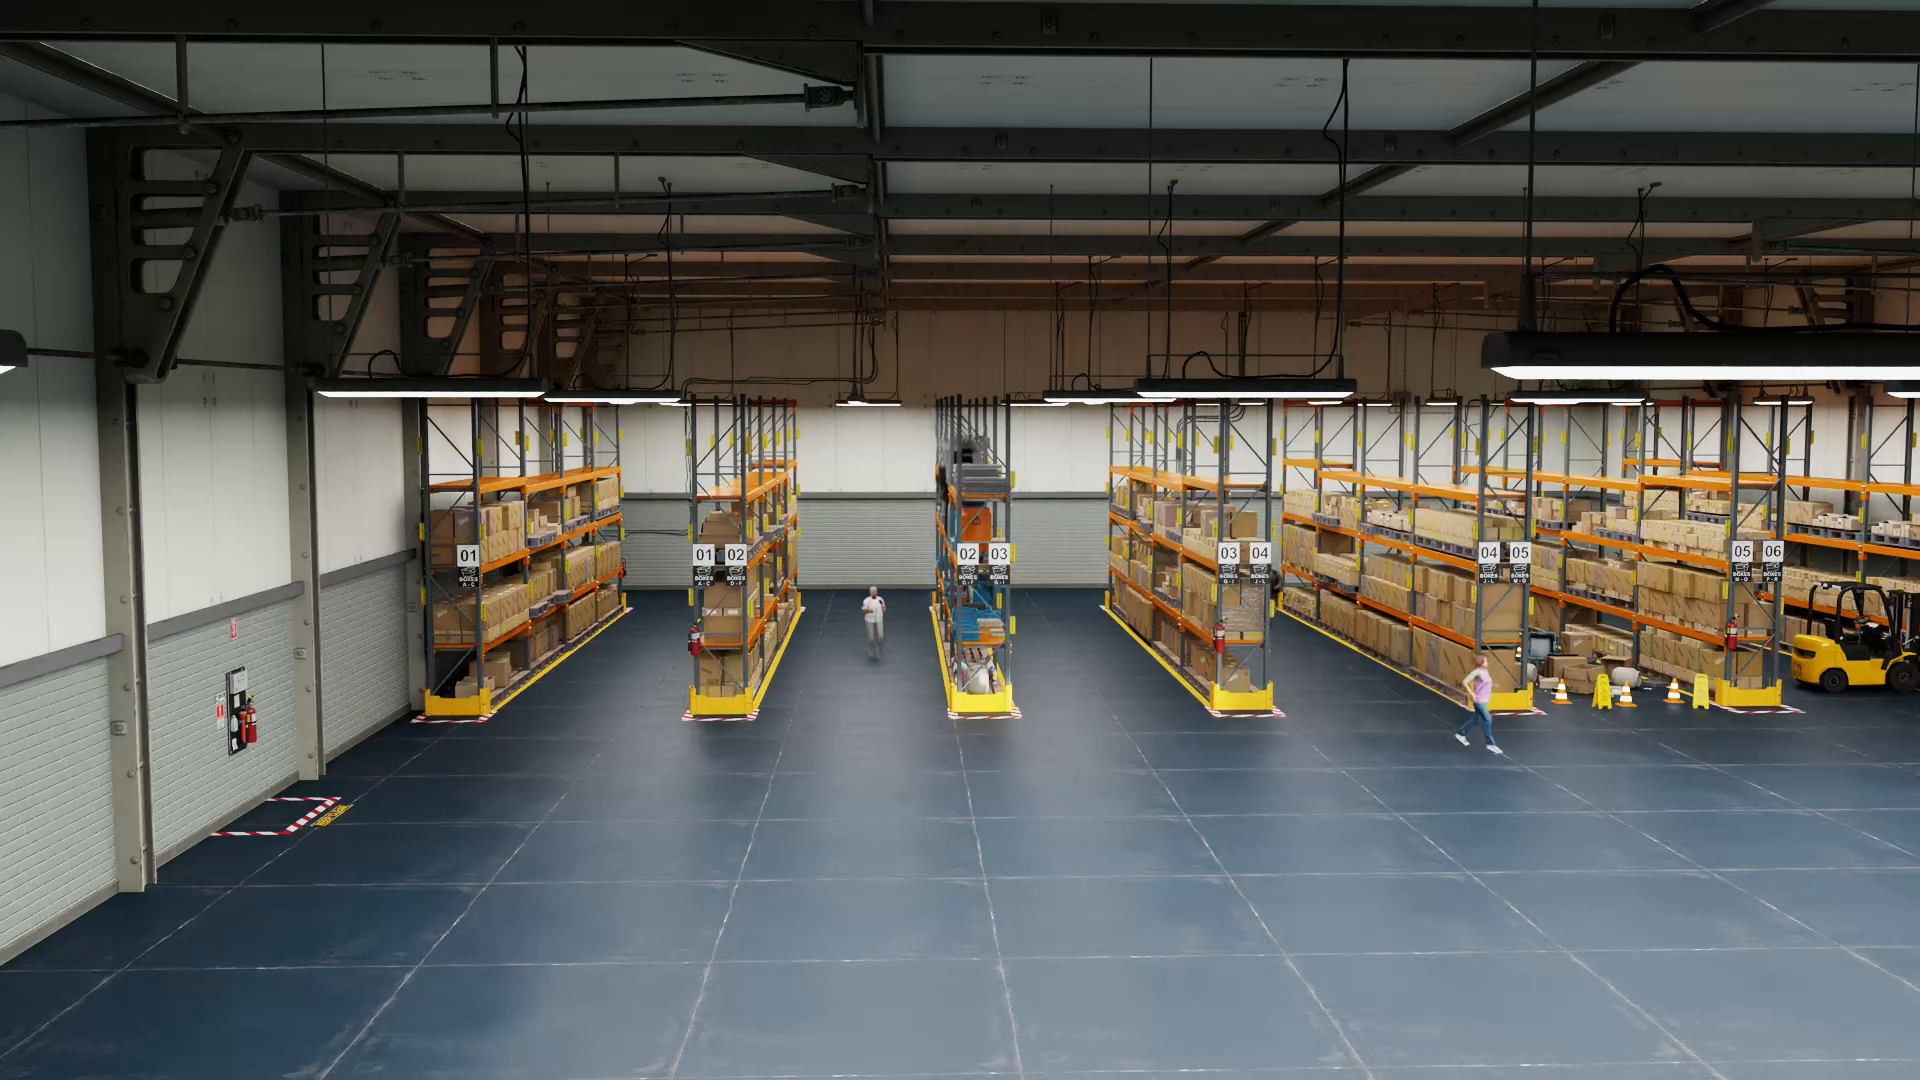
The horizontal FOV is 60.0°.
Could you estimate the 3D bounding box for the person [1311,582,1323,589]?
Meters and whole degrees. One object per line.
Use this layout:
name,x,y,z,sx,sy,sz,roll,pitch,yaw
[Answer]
person,10.482,1.064,48.984,0.635,1.620,0.887,-4,6,-44

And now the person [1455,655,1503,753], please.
person,8.684,2.715,27.796,0.844,1.608,0.526,3,6,35

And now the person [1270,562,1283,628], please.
person,8.204,1.422,43.964,0.656,1.721,0.792,0,5,4

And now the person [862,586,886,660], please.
person,-1.951,1.909,38.091,0.586,1.695,0.652,-1,5,-13
